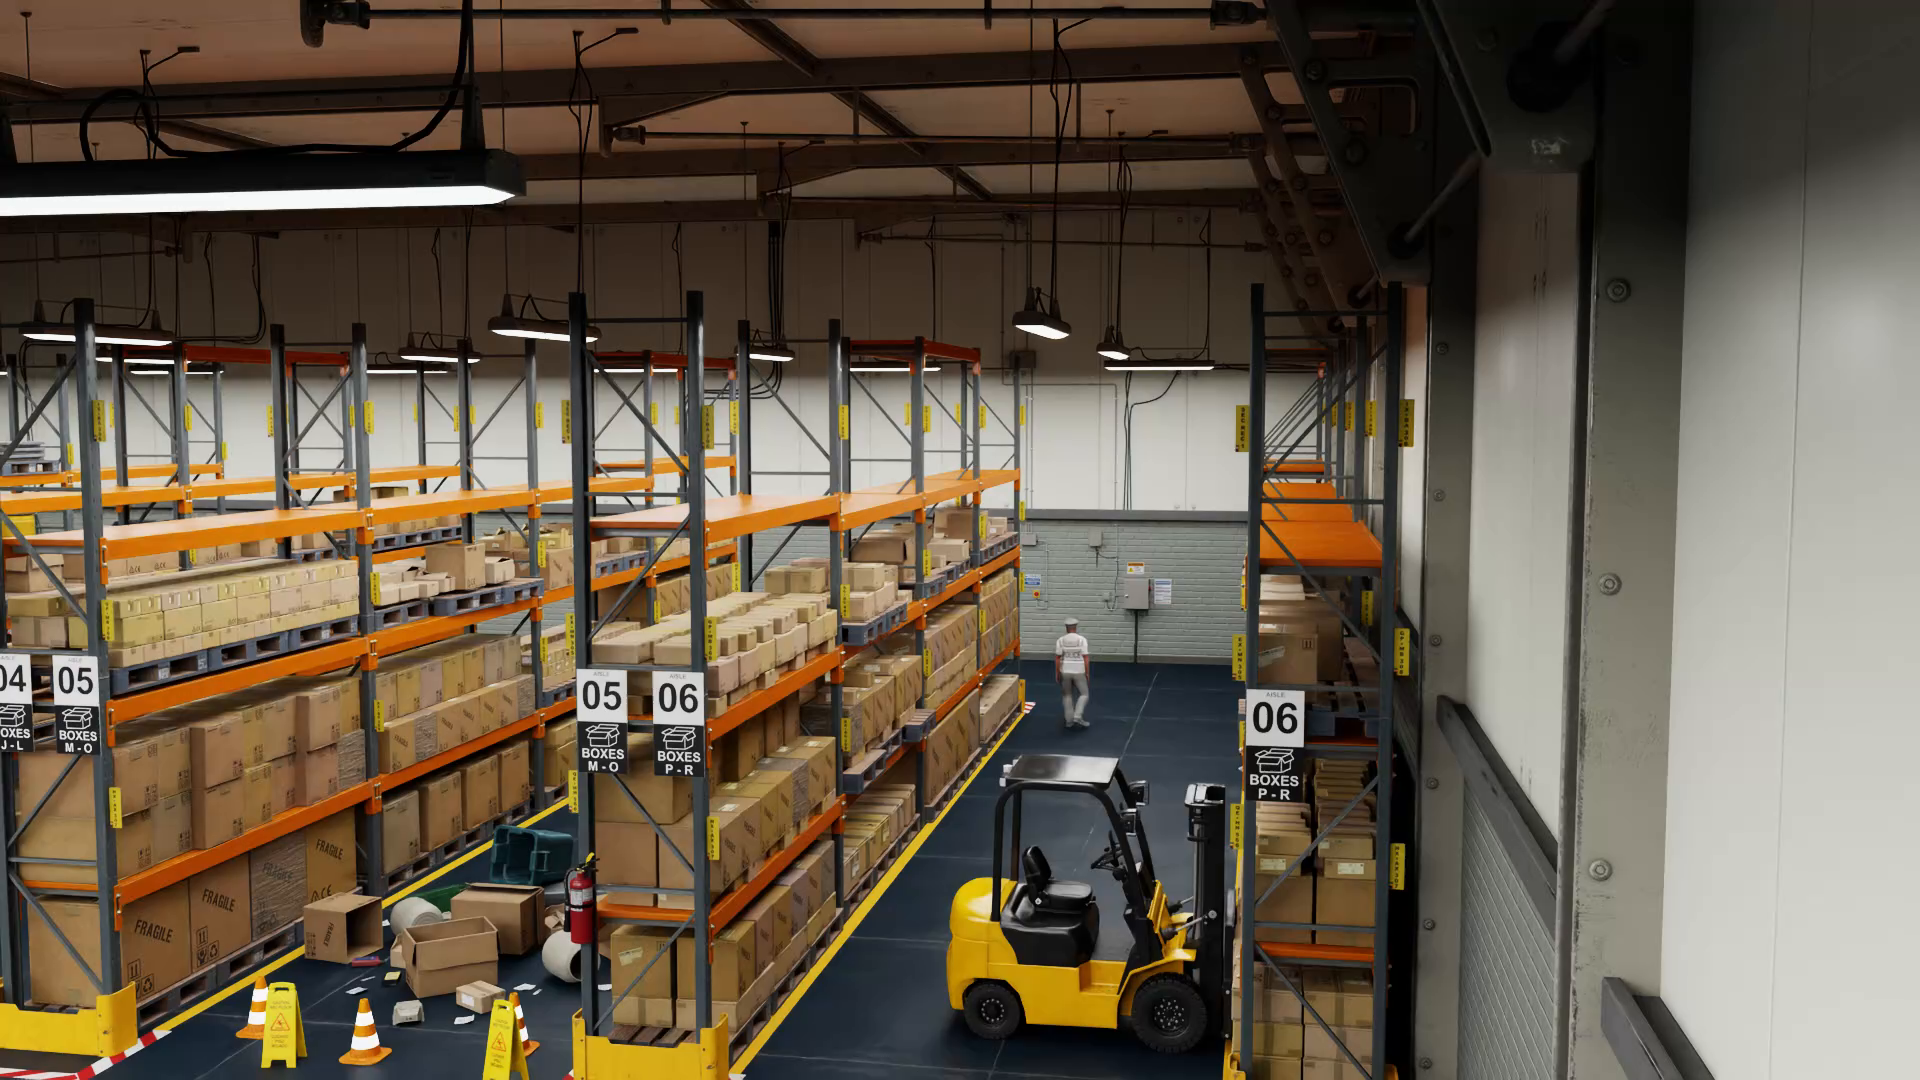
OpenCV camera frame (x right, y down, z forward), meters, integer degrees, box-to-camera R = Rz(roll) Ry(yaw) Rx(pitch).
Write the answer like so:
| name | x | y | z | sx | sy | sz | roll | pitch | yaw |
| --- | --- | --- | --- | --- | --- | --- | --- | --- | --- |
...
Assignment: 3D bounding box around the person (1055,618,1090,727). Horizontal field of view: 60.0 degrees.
| name | x | y | z | sx | sy | sz | roll | pitch | yaw |
| --- | --- | --- | --- | --- | --- | --- | --- | --- | --- |
| person | 1.812 | 2.144 | 26.733 | 0.578 | 1.755 | 0.565 | 1 | 5 | 10 |
